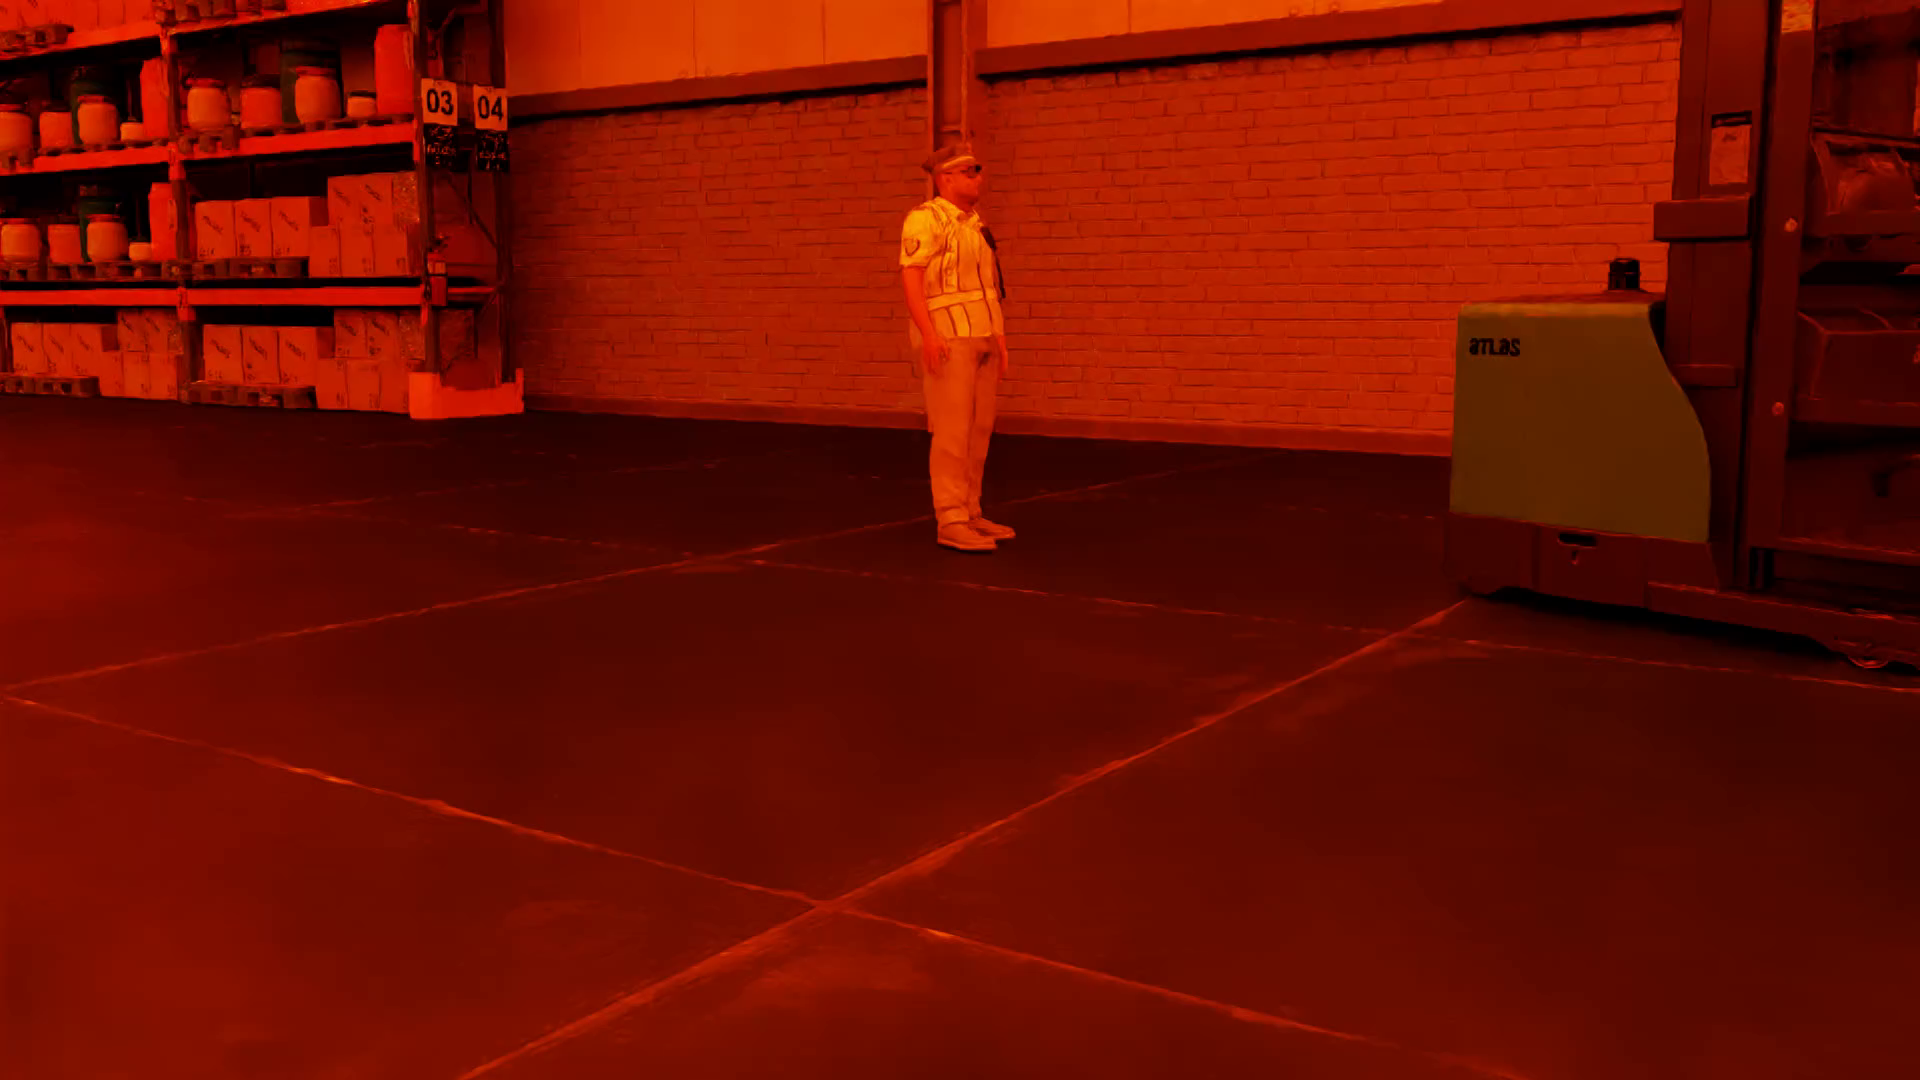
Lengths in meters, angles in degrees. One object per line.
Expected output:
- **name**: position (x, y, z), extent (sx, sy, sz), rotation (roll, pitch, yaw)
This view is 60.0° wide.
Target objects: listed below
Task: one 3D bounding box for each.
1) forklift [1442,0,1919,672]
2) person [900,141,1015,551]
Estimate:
- **forklift**: position (3.069, -1.124, 5.100), extent (1.130, 2.935, 3.031), rotation (-6, 10, -36)
- **person**: position (0.058, -0.881, 7.424), extent (0.574, 1.777, 0.640), rotation (5, 10, 34)
